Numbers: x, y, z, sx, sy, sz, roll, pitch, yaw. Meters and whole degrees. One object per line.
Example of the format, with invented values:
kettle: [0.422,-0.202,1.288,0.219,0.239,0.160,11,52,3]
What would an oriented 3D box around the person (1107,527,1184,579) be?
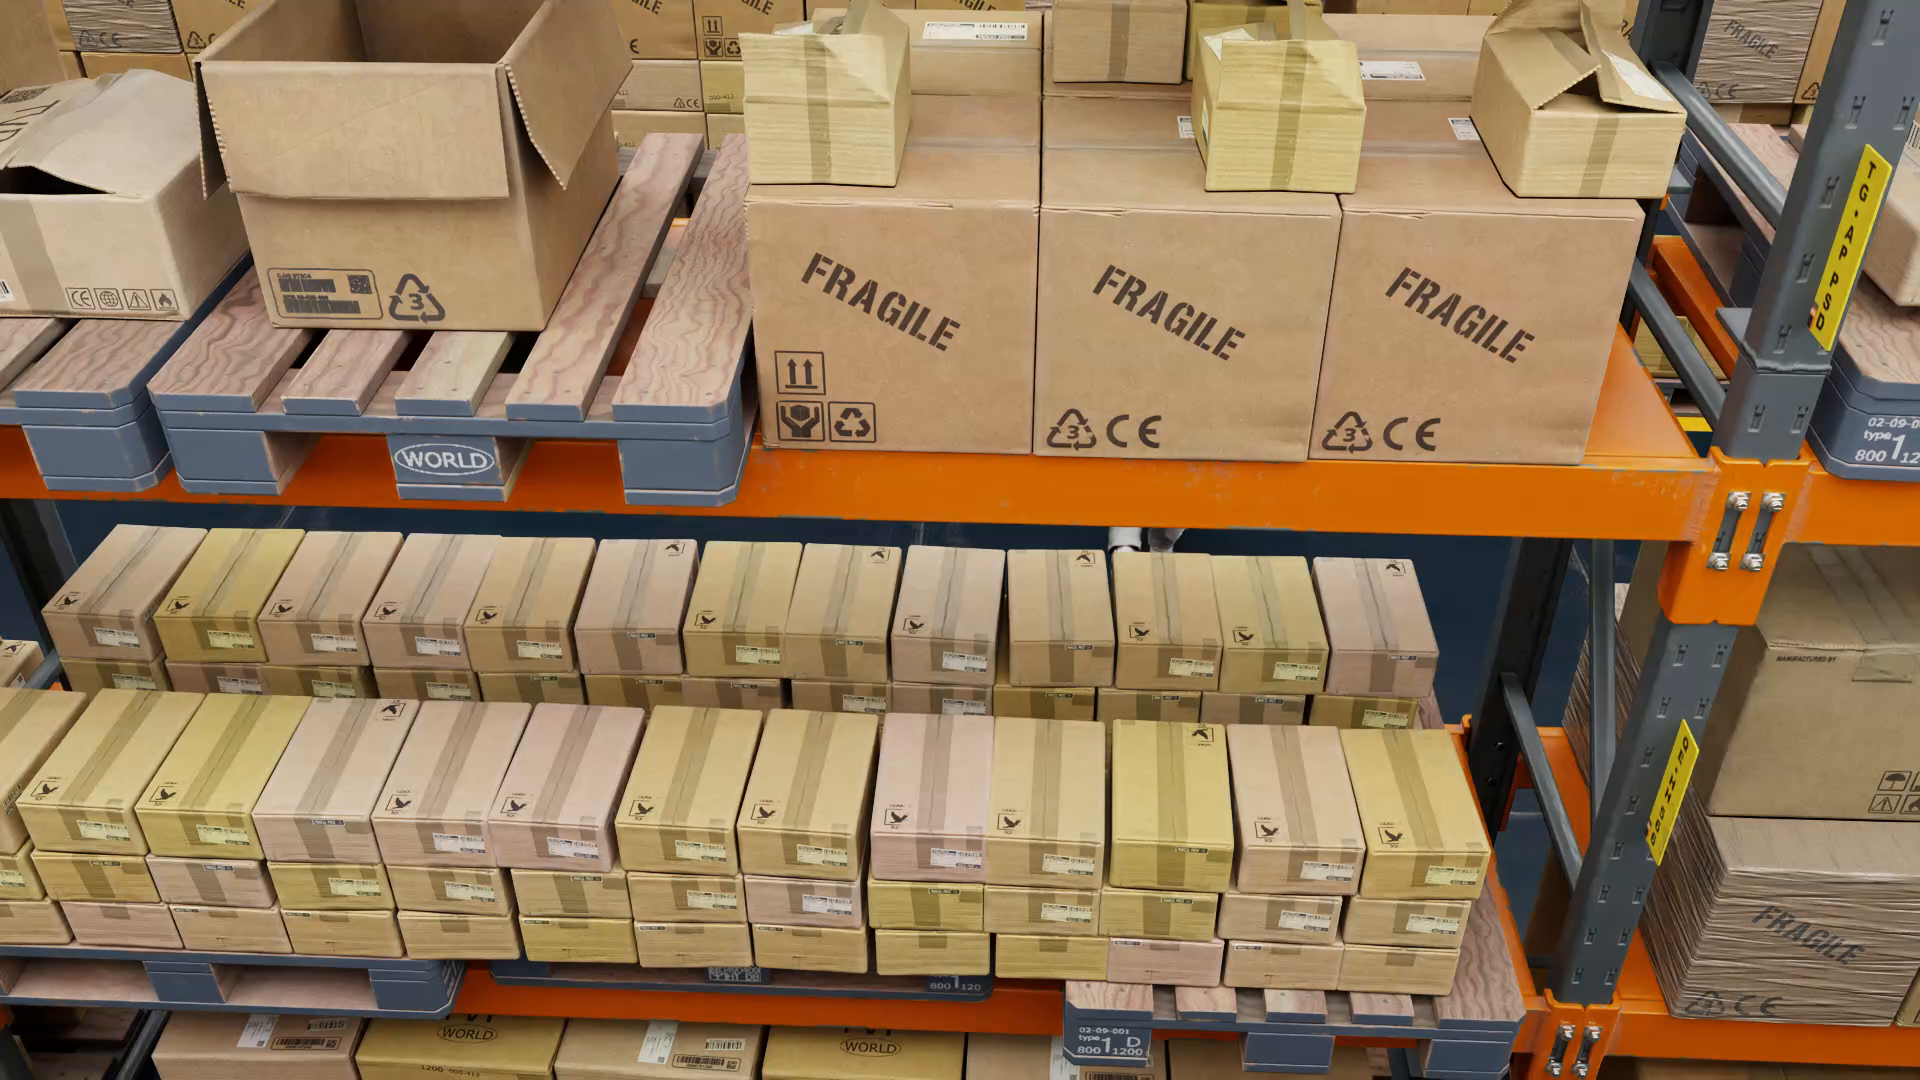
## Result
person: [0.849,-0.592,7.011,0.667,1.729,0.838,8,36,11]
